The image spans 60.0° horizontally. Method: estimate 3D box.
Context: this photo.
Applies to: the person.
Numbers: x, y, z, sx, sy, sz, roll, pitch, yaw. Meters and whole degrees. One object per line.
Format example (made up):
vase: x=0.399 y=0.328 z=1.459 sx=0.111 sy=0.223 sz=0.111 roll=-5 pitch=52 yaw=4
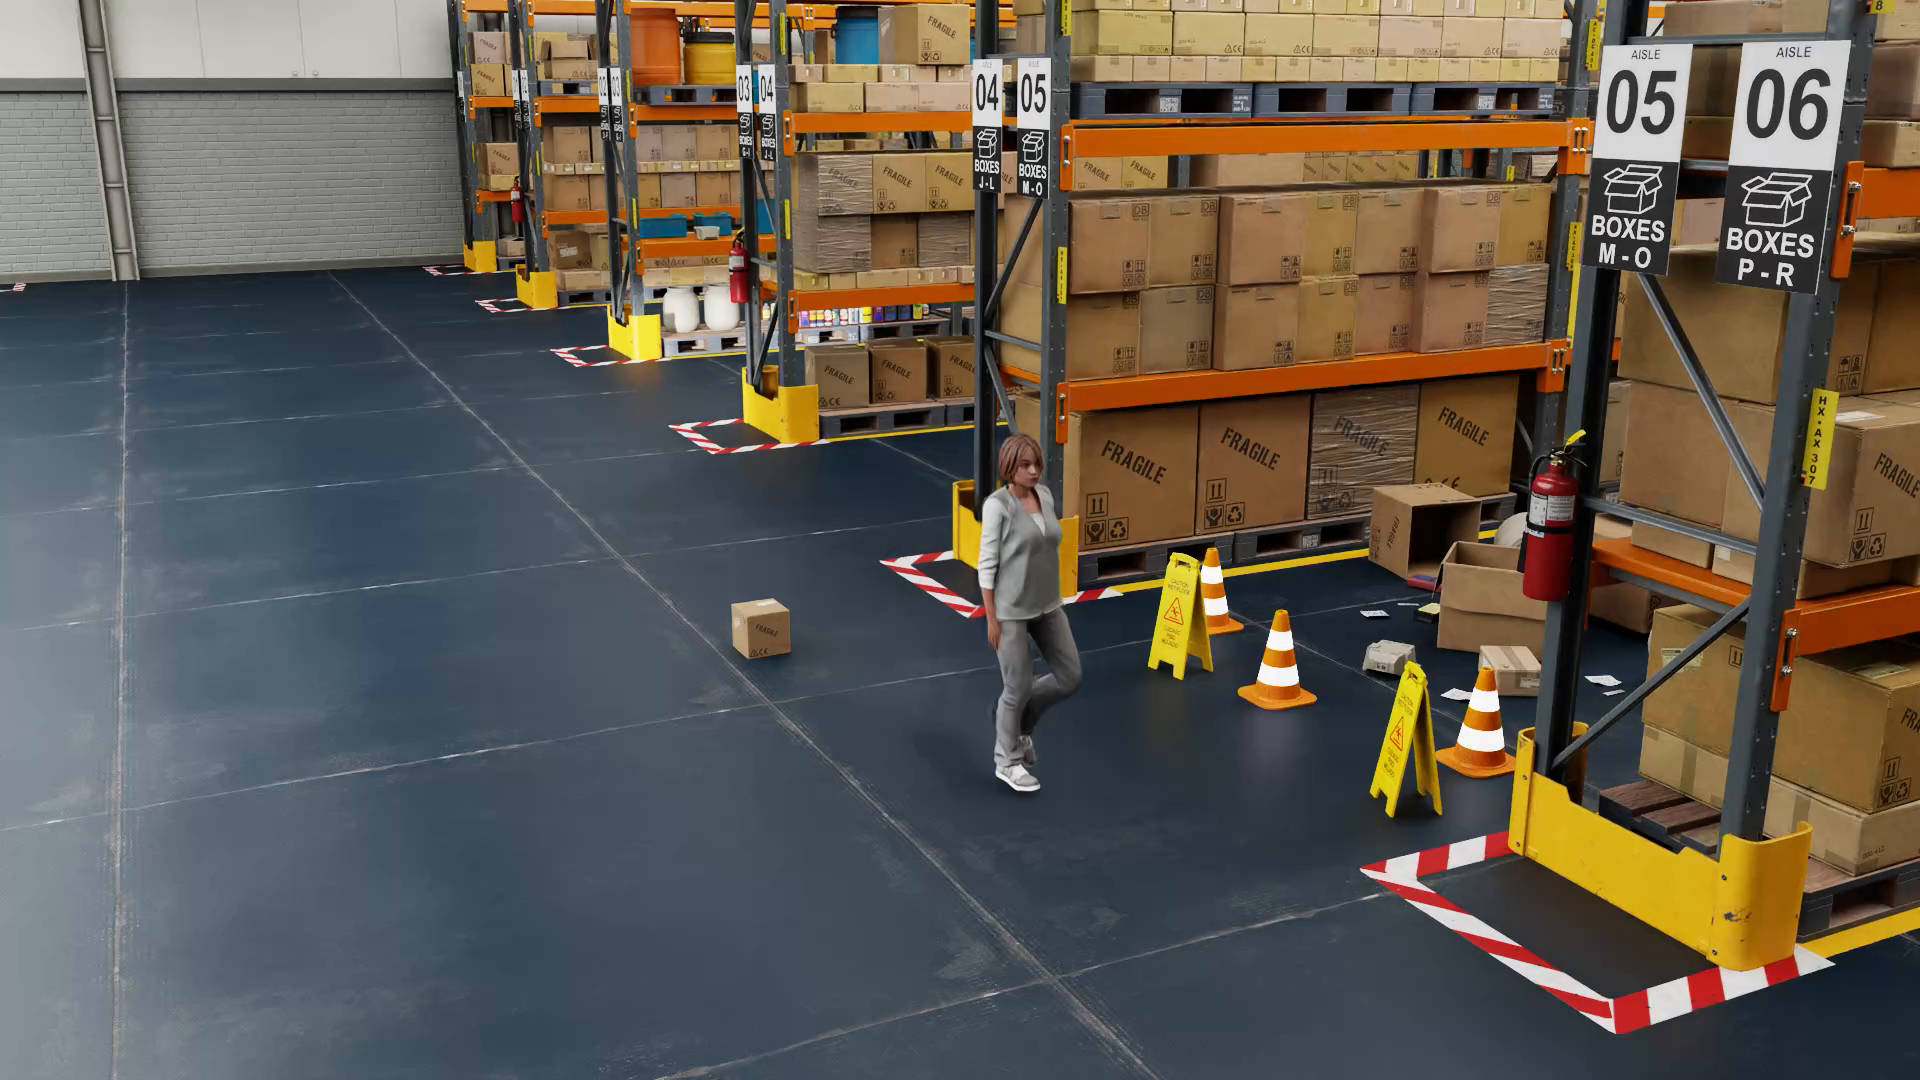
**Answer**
person: x=0.286 y=0.322 z=7.275 sx=0.442 sy=1.596 sz=0.420 roll=-12 pitch=19 yaw=-36
